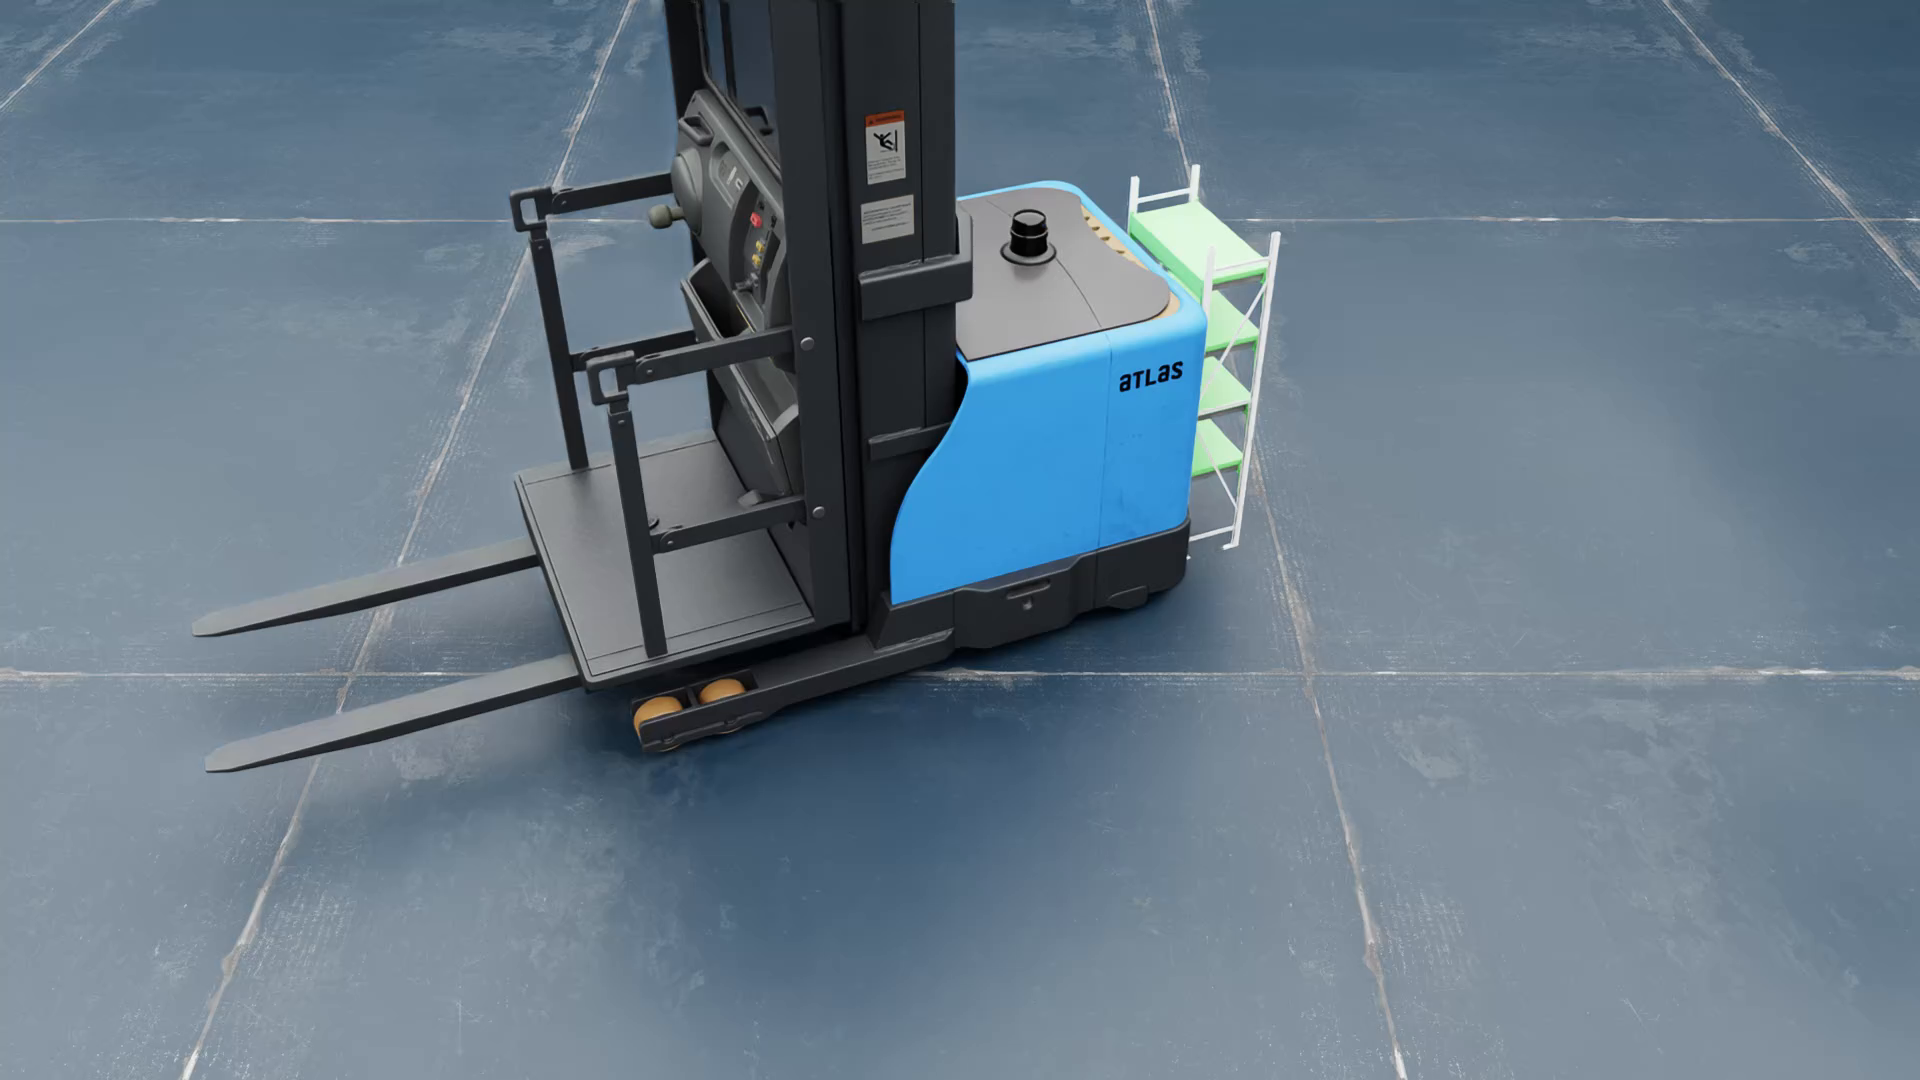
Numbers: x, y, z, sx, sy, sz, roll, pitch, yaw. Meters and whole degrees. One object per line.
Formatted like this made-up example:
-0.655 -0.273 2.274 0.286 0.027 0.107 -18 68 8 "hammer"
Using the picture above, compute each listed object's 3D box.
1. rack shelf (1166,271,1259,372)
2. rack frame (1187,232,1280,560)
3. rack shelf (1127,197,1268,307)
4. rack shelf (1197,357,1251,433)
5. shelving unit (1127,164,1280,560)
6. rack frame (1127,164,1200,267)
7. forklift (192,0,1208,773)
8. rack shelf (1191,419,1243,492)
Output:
0.750 -0.701 5.383 0.258 0.148 0.480 -15 41 -18 "rack shelf"
0.845 -0.423 5.318 0.240 1.200 0.015 -15 41 -18 "rack frame"
0.750 -0.888 5.233 0.258 0.148 0.480 -15 41 -18 "rack shelf"
0.750 -0.513 5.533 0.258 0.148 0.480 -15 41 -18 "rack shelf"
0.750 -0.563 5.493 0.258 1.200 0.503 -15 41 -18 "shelving unit"
0.655 -0.704 5.669 0.240 1.200 0.015 -15 41 -18 "rack frame"
-0.819 -0.889 4.515 3.031 2.935 1.130 -15 41 -18 "forklift"
0.749 -0.326 5.683 0.258 0.148 0.480 -15 41 -18 "rack shelf"
